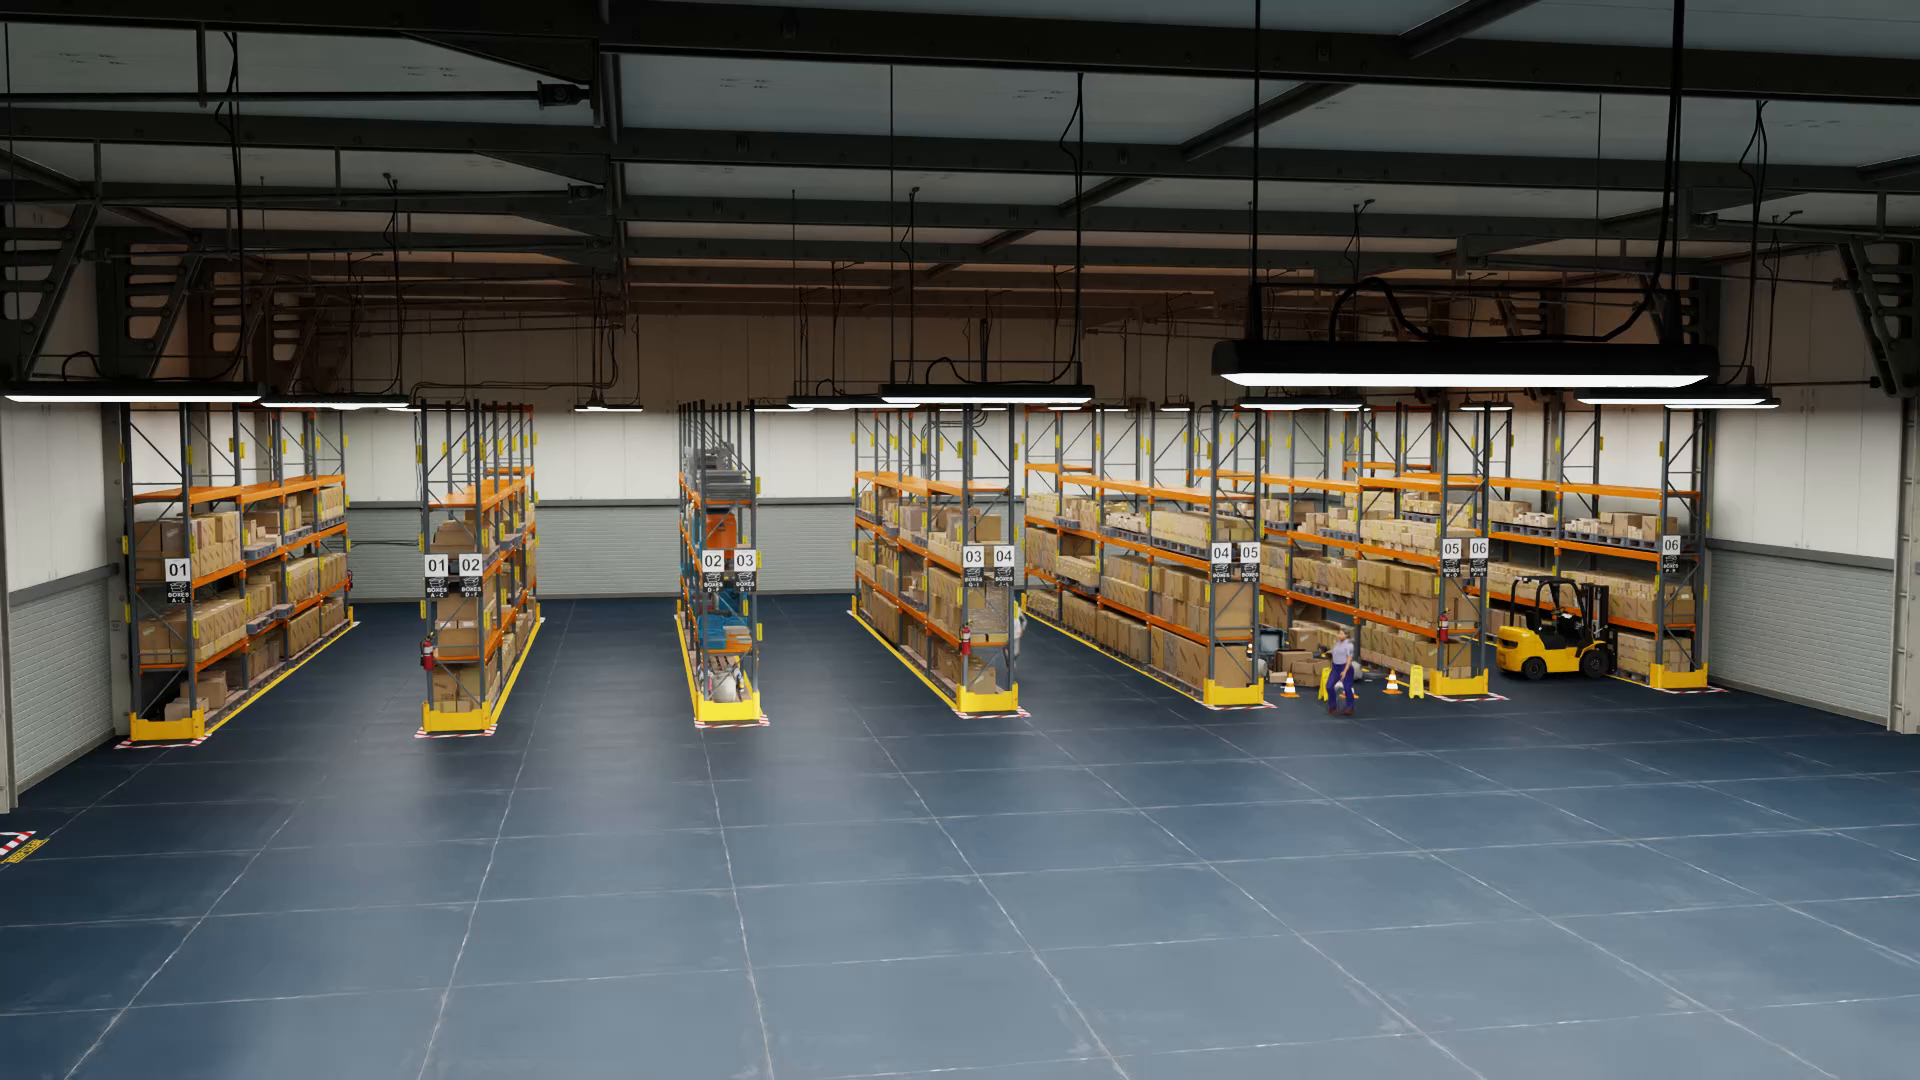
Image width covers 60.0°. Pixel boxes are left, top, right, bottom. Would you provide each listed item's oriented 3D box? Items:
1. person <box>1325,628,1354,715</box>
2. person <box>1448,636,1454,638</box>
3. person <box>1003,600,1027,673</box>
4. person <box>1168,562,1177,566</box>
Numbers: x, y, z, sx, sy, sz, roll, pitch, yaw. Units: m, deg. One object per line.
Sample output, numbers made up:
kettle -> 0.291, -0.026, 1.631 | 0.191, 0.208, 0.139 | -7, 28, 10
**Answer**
person -> 7.294, 2.539, 31.678 | 0.532, 1.718, 0.480 | -4, 6, -42
person -> 11.079, 1.973, 38.001 | 0.581, 1.784, 0.553 | -1, 4, -13
person -> 1.143, 2.113, 36.676 | 0.695, 1.688, 0.726 | 0, 4, -2
person -> 5.855, 1.438, 45.705 | 0.429, 1.677, 0.523 | 4, 6, 40
